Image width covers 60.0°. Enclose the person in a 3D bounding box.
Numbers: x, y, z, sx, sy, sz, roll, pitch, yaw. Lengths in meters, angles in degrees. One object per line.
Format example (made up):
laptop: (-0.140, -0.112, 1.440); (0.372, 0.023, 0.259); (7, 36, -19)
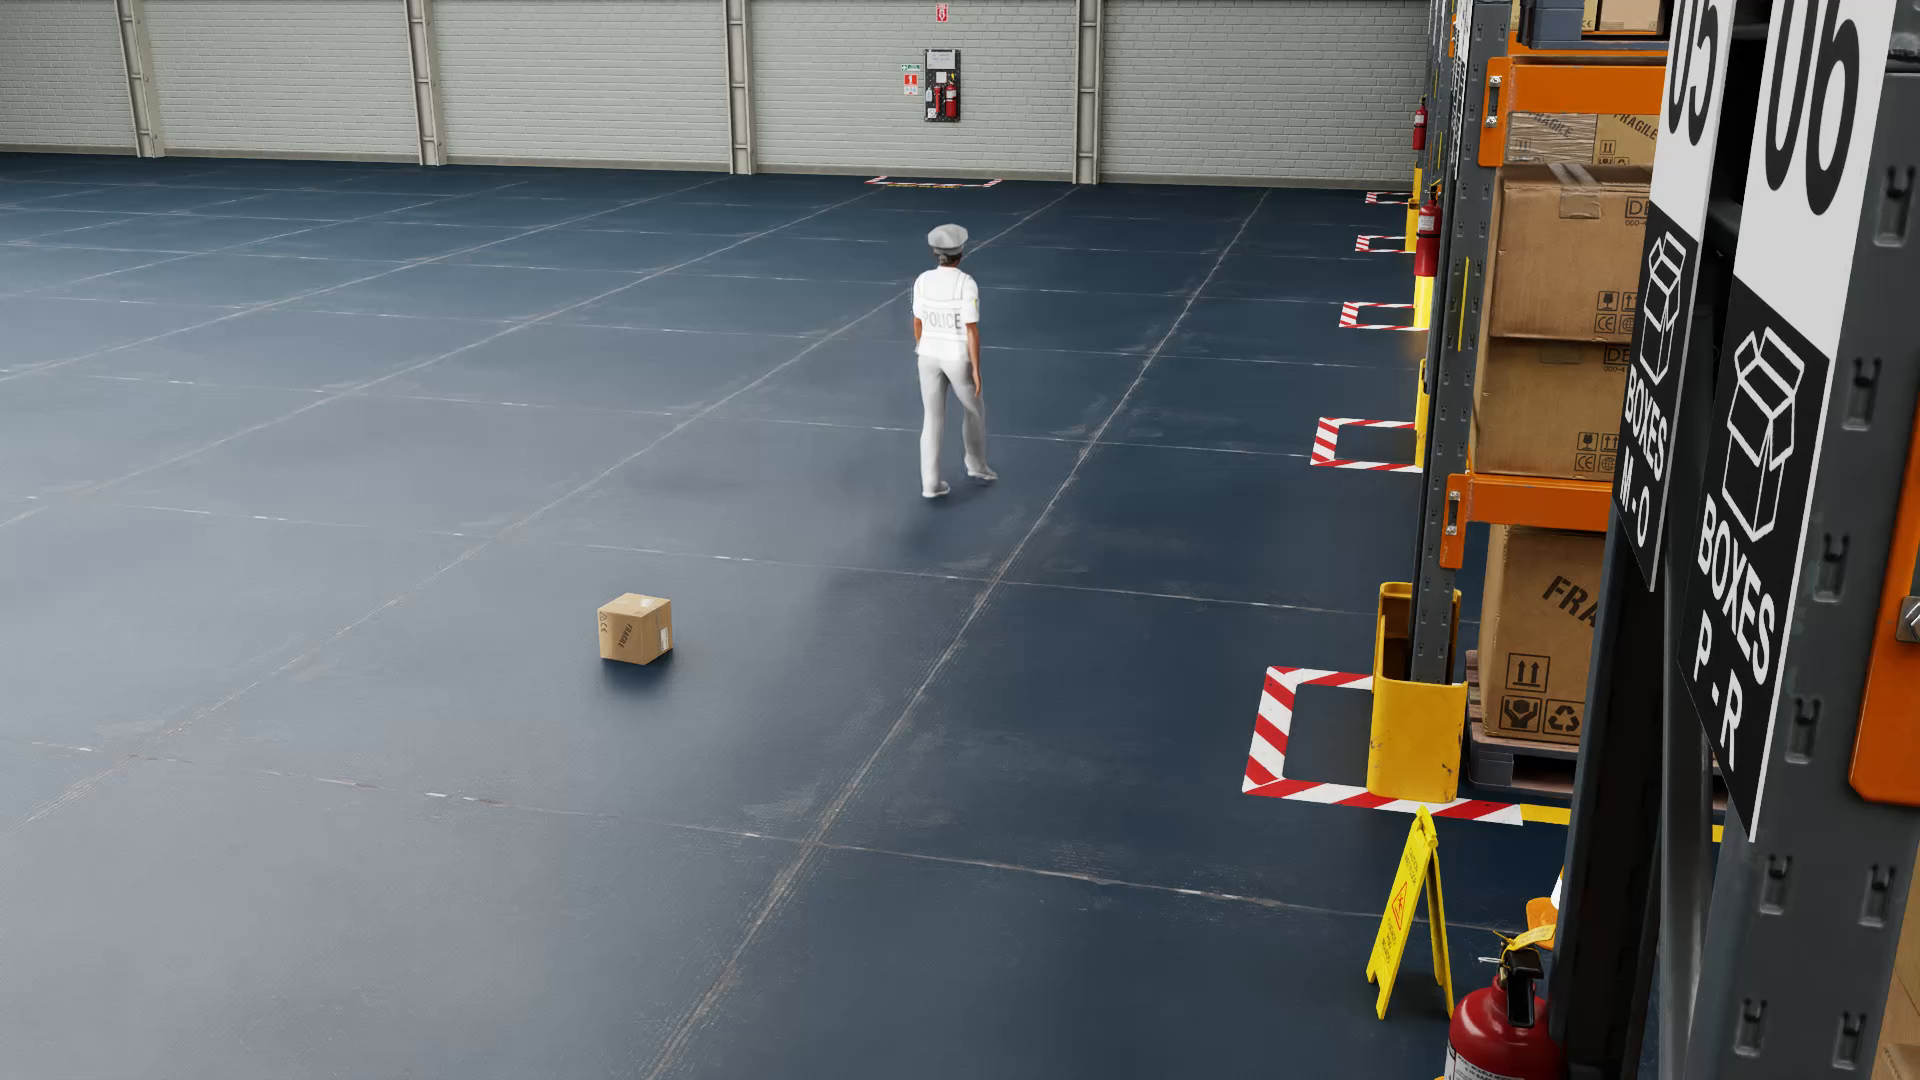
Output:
person: (-0.047, -1.118, 10.388); (0.486, 1.708, 0.787); (6, 19, 17)
